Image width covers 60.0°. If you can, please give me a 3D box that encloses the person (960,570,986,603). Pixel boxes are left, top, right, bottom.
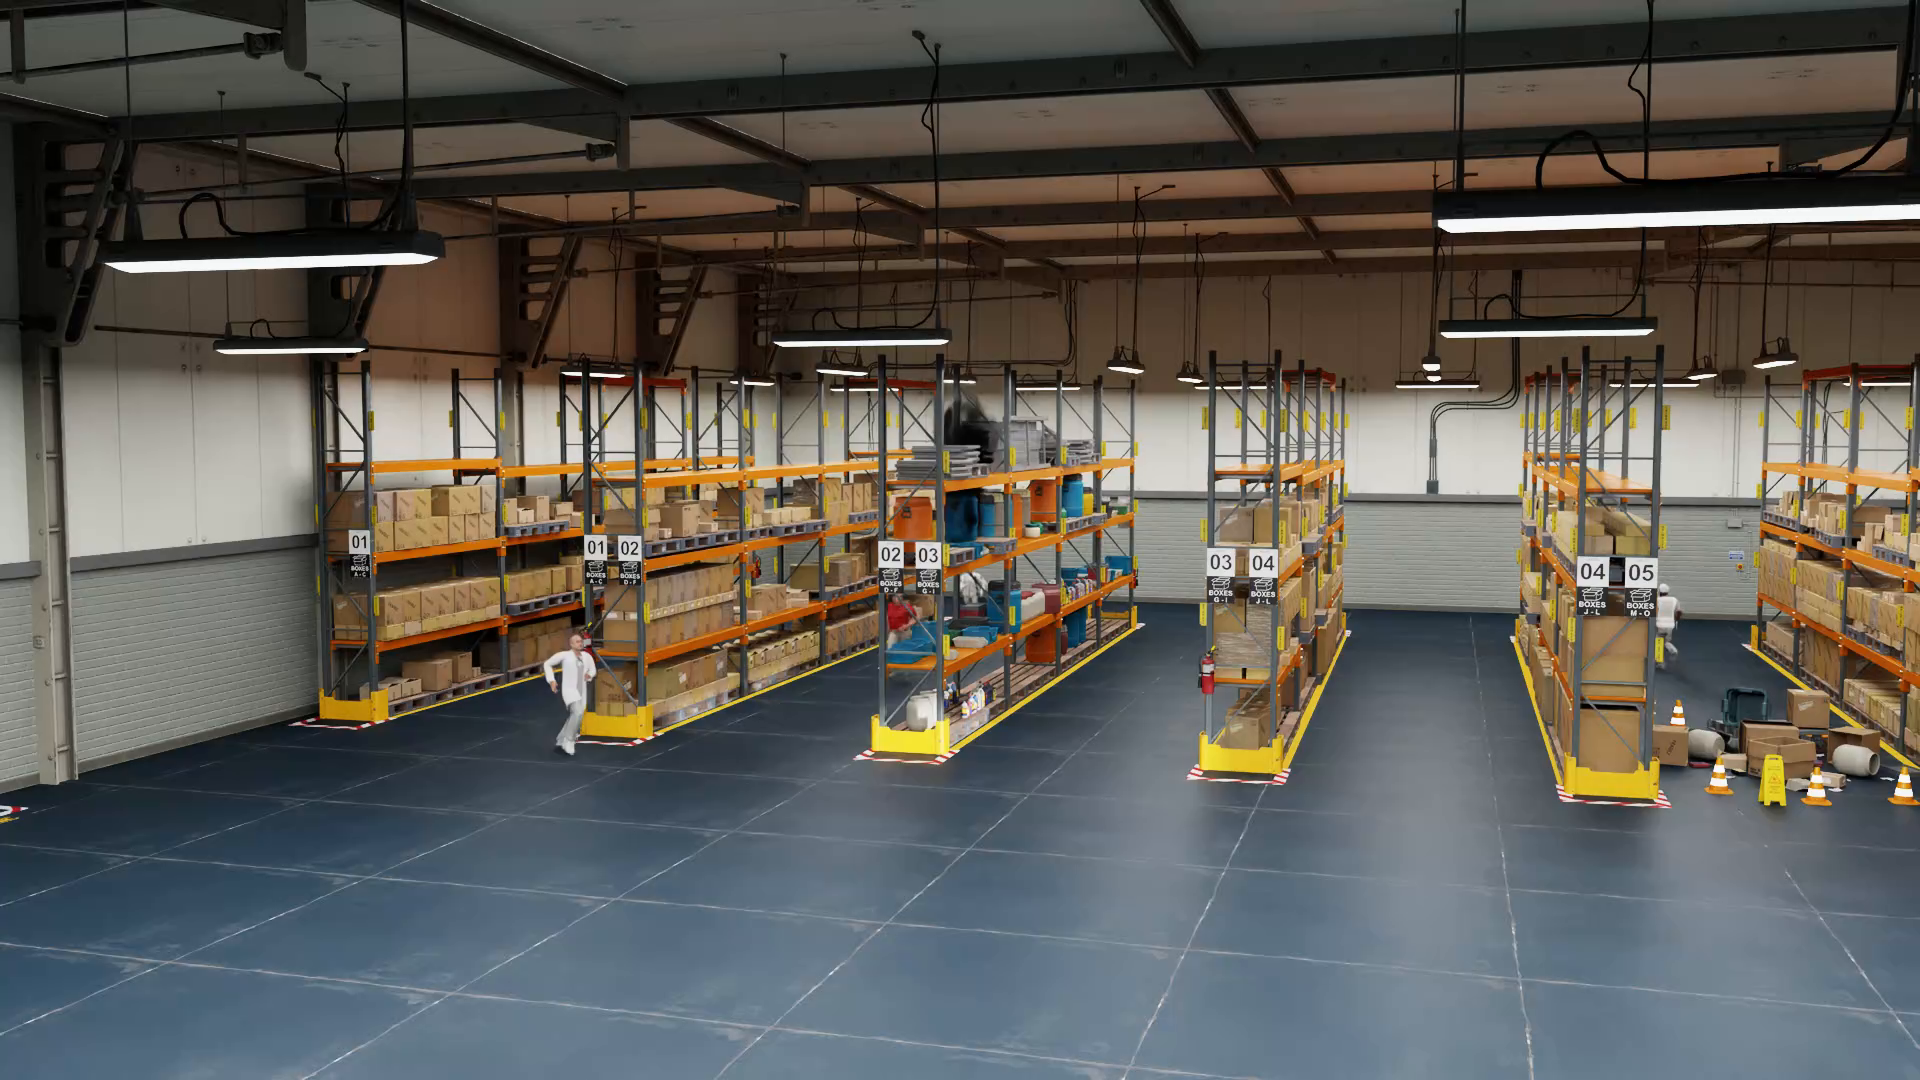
[{"bbox_3d":[0.261,1.355,39.283,0.599,1.730,0.736,1,4,15],"label":"person"}]

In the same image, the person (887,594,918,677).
[{"bbox_3d":[-1.119,1.770,31.491,0.675,1.651,0.824,1,4,19],"label":"person"}]

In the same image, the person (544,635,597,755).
[{"bbox_3d":[-5.852,2.326,25.180,0.702,1.767,0.726,3,5,38],"label":"person"}]

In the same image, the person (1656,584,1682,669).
[{"bbox_3d":[14.200,1.749,33.522,0.668,1.728,0.639,0,4,0],"label":"person"}]
